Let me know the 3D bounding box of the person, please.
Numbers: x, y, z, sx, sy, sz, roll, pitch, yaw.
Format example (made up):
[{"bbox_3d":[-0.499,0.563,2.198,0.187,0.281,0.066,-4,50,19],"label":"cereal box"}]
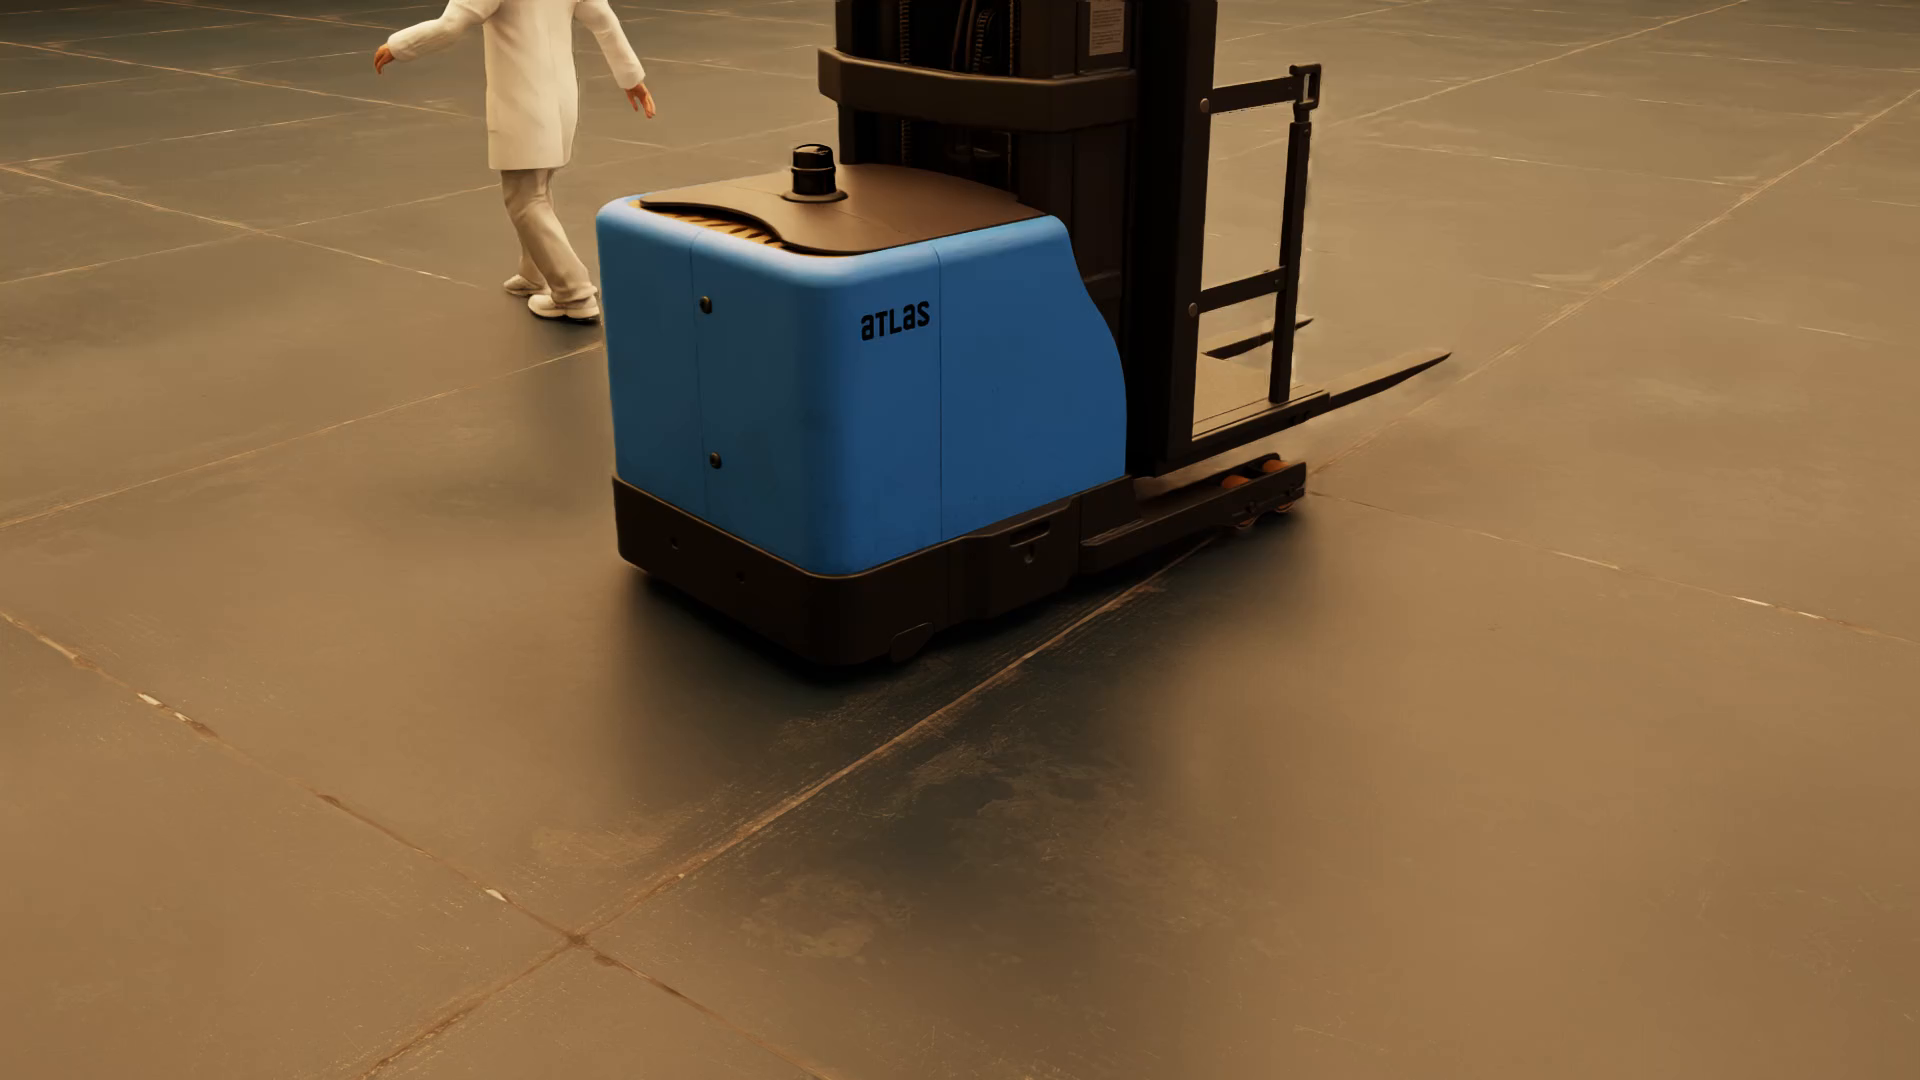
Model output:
[{"bbox_3d":[-1.835,-1.846,7.100,0.812,1.760,1.022,14,27,30],"label":"person"}]

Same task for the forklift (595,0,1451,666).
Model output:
[{"bbox_3d":[0.445,-1.511,4.814,3.031,2.935,1.130,-20,31,-39],"label":"forklift"}]
